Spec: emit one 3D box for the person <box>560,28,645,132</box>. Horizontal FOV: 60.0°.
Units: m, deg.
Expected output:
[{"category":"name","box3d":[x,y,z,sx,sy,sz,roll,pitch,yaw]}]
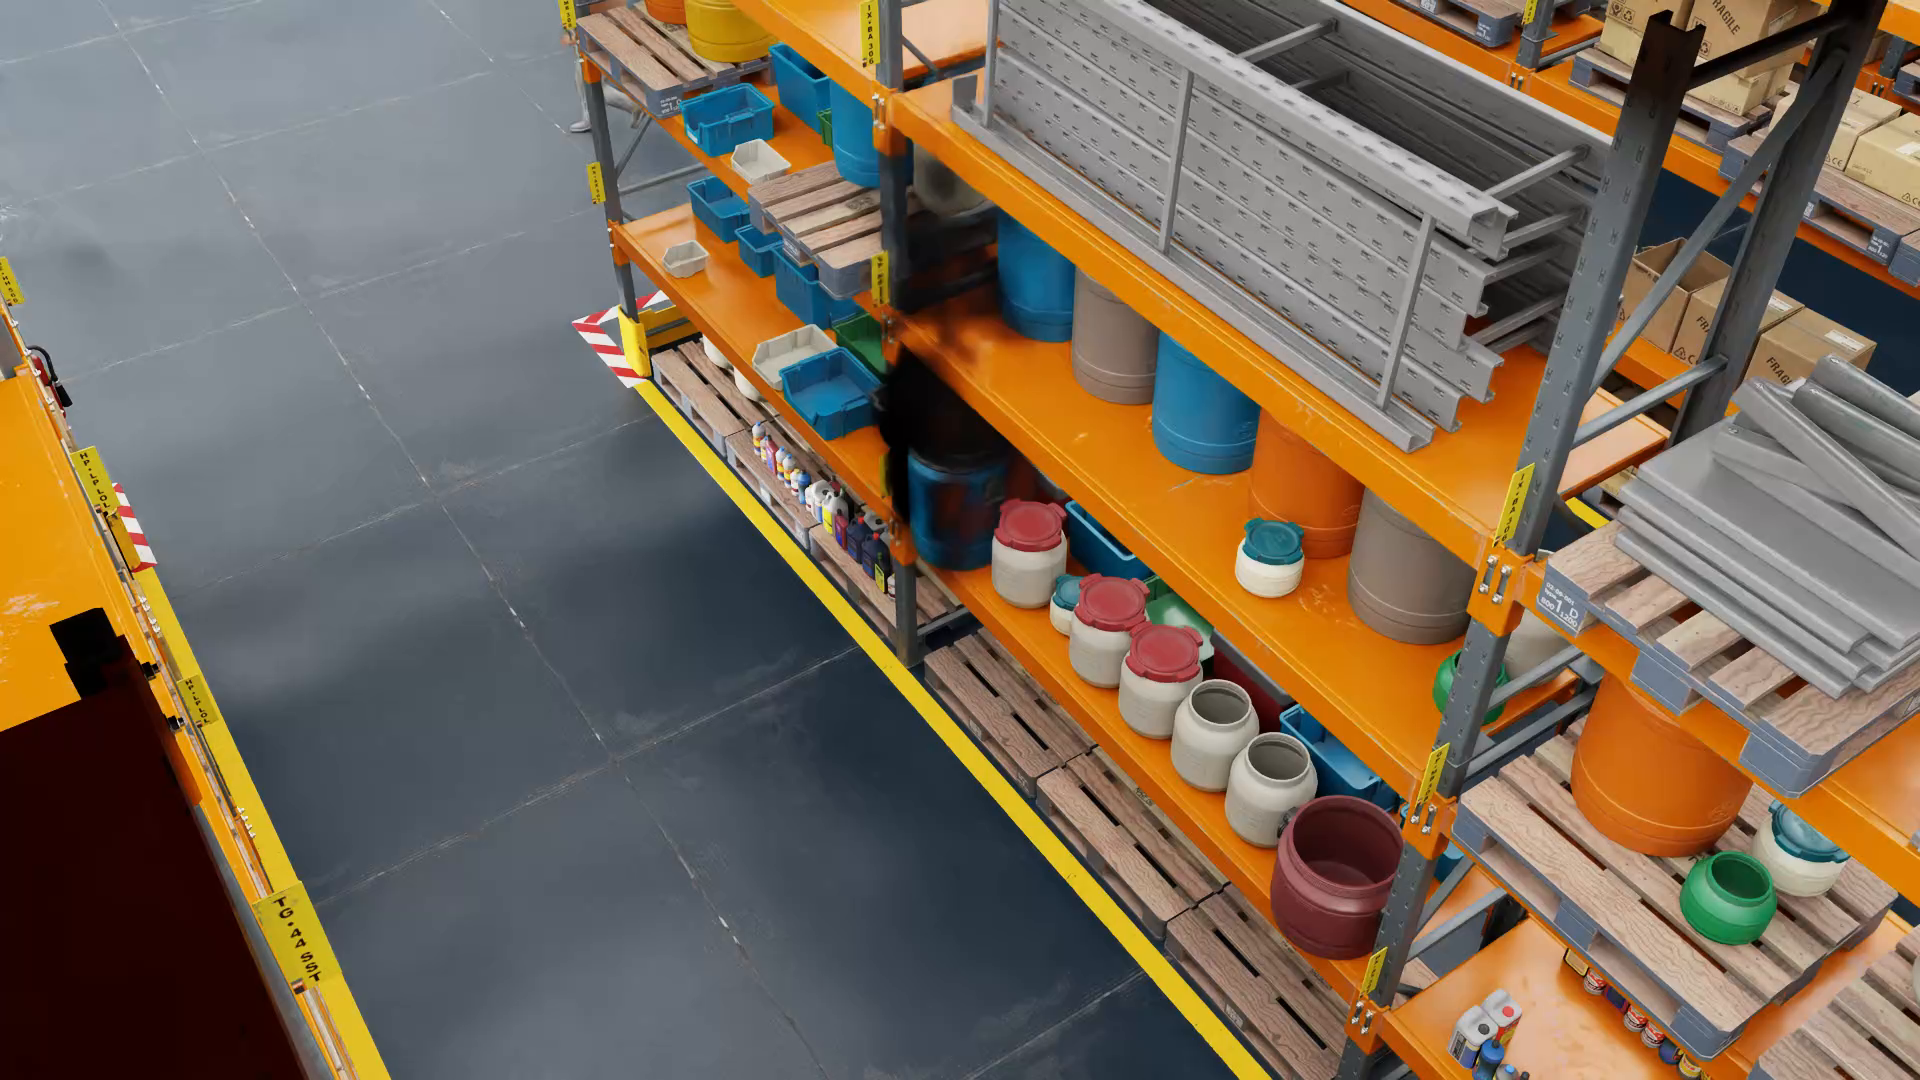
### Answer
[{"category":"person","box3d":[-7.964,0.127,10.192,11.042,1.942,14.065,-3,43,-3]}]
